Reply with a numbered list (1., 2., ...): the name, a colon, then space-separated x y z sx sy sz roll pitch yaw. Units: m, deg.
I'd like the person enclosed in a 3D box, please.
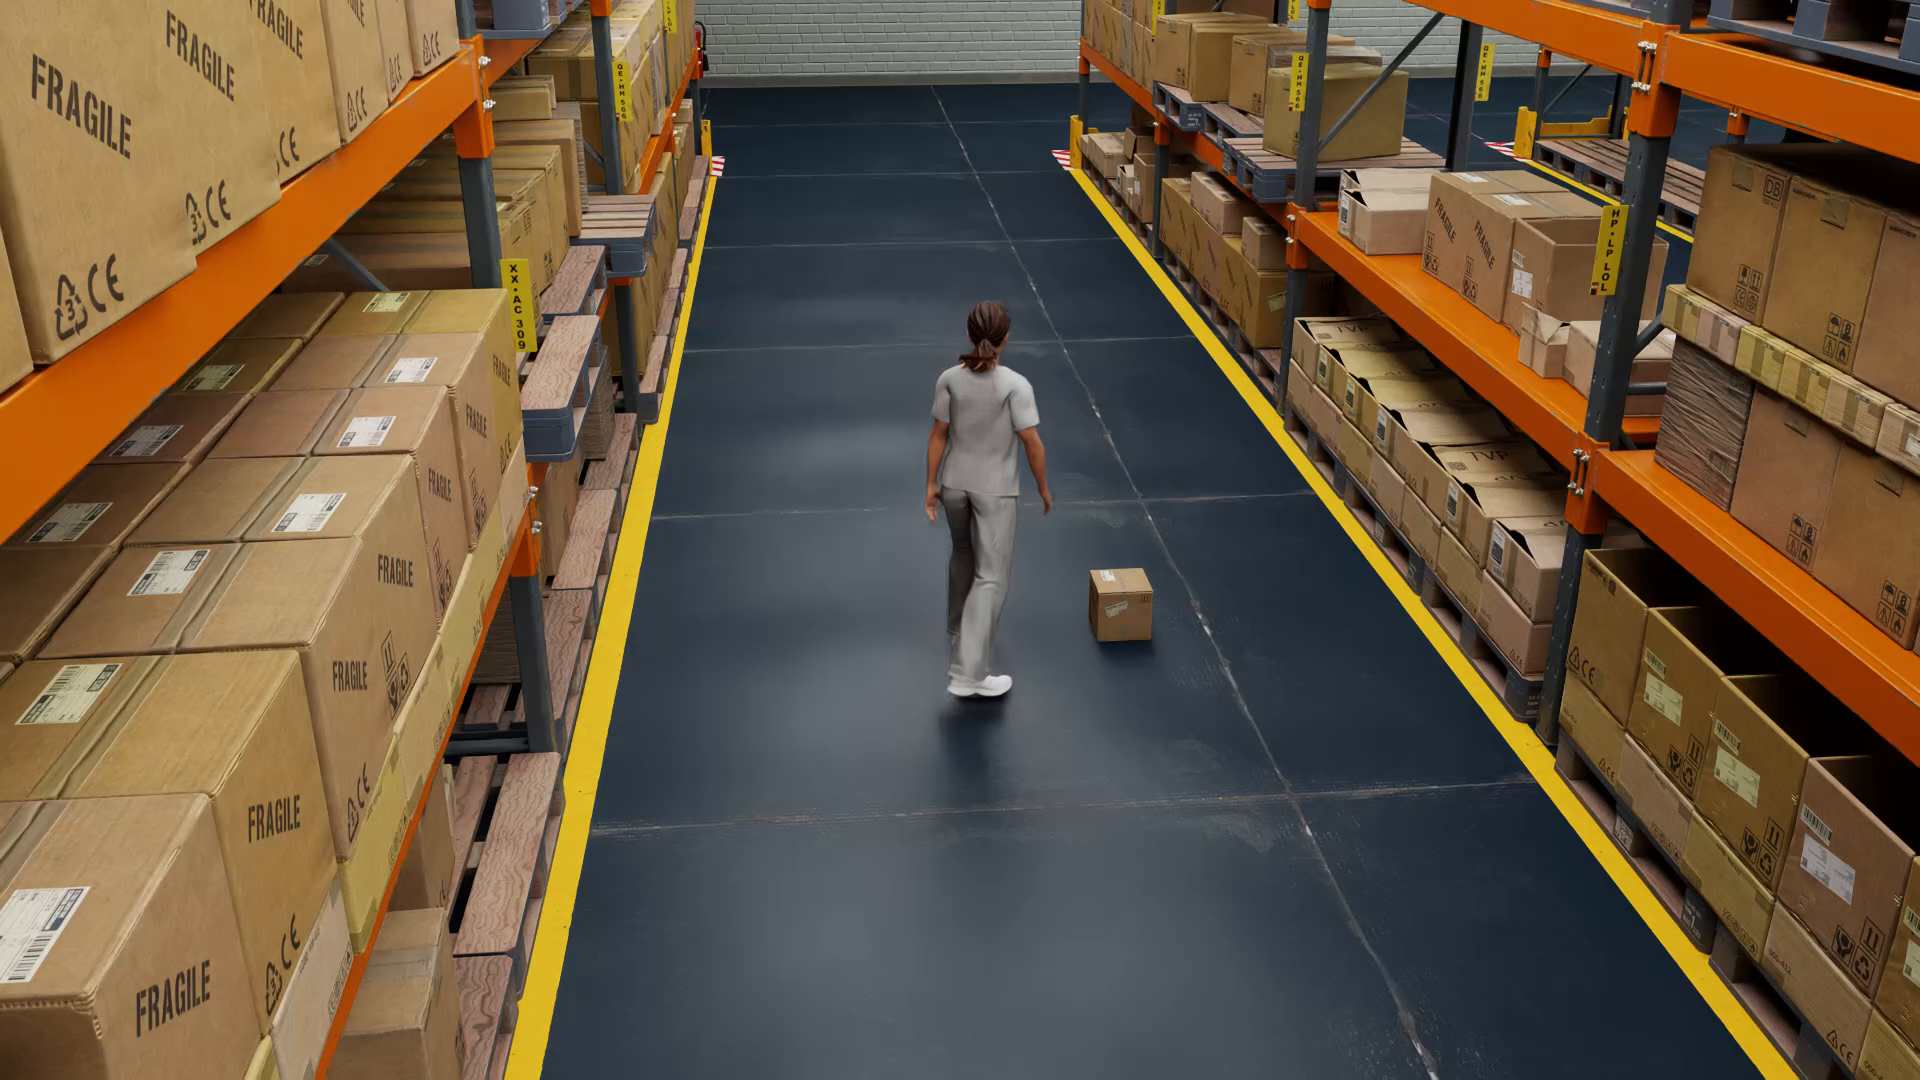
1. person: 0.090 -0.192 7.064 0.515 1.639 0.800 11 26 24
